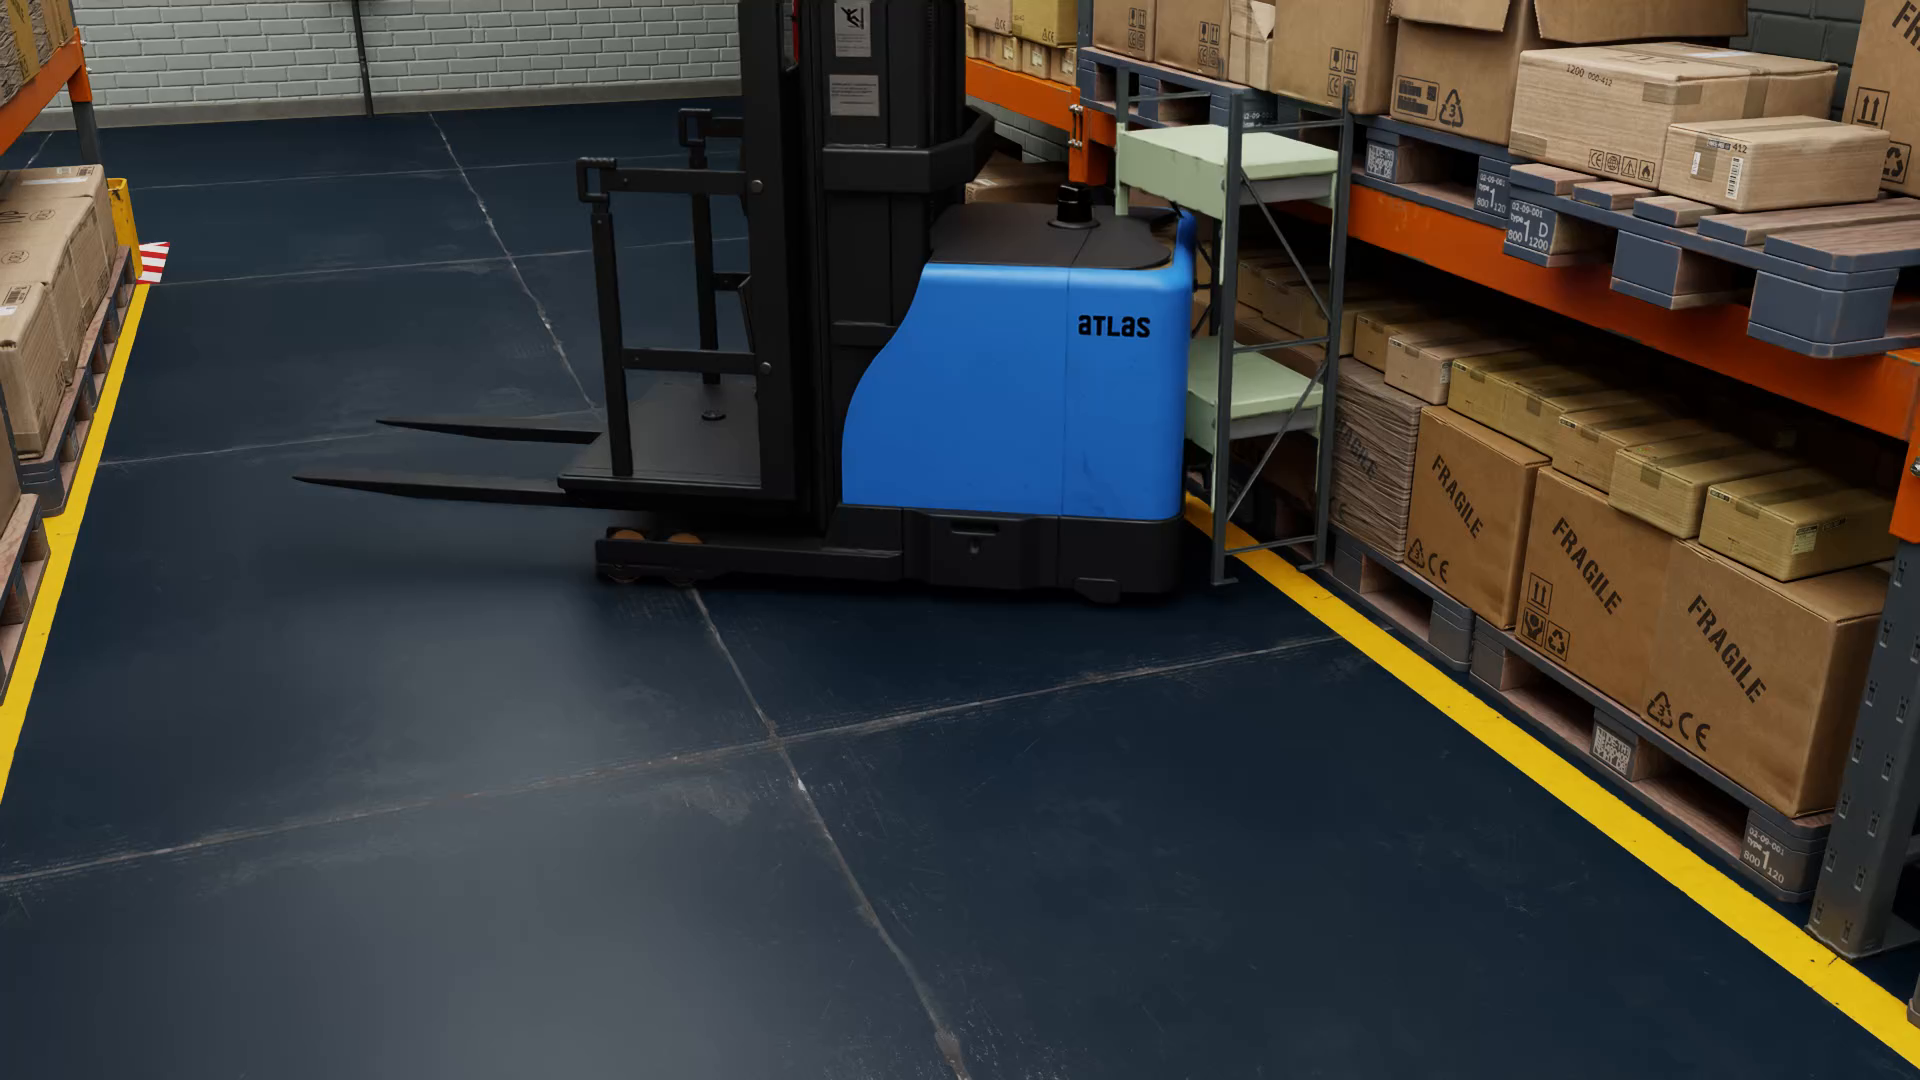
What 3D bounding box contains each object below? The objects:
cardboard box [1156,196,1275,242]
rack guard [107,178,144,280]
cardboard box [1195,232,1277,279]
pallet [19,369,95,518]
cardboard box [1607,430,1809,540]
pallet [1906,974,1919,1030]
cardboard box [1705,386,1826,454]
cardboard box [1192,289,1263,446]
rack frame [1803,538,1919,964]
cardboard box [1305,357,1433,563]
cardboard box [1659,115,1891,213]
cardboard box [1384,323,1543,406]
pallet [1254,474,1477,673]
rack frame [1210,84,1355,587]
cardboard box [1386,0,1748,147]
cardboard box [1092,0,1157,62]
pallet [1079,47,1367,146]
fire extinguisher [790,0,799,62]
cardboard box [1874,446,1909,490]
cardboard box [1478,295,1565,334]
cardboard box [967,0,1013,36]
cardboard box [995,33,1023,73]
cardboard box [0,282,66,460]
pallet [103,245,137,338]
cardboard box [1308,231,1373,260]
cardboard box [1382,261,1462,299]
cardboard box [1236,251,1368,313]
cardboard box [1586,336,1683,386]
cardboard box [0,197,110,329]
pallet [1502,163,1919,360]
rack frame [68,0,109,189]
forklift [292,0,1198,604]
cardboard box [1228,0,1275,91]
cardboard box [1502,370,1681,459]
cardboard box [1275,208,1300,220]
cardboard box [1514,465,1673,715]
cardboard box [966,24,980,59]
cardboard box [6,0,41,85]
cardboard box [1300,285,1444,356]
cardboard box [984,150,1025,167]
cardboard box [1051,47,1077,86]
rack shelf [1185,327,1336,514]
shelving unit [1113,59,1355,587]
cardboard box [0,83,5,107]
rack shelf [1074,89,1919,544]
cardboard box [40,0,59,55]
[{"bbox_3d":[0.963,-1.236,6.280,0.380,0.149,0.250,-10,25,-22],"label":"cardboard box"},{"bbox_3d":[-5.116,-1.641,8.999,1.175,0.500,0.348,-8,24,-19],"label":"rack guard"},{"bbox_3d":[0.996,-1.097,6.332,0.380,0.149,0.250,-9,24,-20],"label":"cardboard box"},{"bbox_3d":[-3.889,-0.333,6.267,1.003,0.211,1.213,-8,24,-19],"label":"pallet"},{"bbox_3d":[1.825,-0.140,4.062,0.380,0.149,0.250,-10,25,-22],"label":"cardboard box"},{"bbox_3d":[2.616,1.030,3.034,1.003,0.211,1.213,-8,24,-19],"label":"pallet"},{"bbox_3d":[2.237,-0.312,4.470,0.380,0.149,0.250,-8,24,-18],"label":"cardboard box"},{"bbox_3d":[1.106,-0.656,6.121,0.500,0.500,0.500,-9,24,-20],"label":"cardboard box"},{"bbox_3d":[2.361,-0.559,3.215,1.000,3.000,0.127,-8,24,-19],"label":"rack frame"},{"bbox_3d":[1.456,-0.284,5.241,0.500,0.500,0.500,-9,25,-21],"label":"cardboard box"},{"bbox_3d":[1.770,-0.823,3.624,0.380,0.149,0.250,-8,24,-18],"label":"cardboard box"},{"bbox_3d":[1.508,-0.530,4.989,0.380,0.149,0.250,-10,25,-22],"label":"cardboard box"},{"bbox_3d":[1.706,0.007,5.463,1.003,0.211,1.213,-8,24,-19],"label":"pallet"},{"bbox_3d":[0.960,-0.581,4.981,0.400,1.500,0.023,-9,24,-18],"label":"rack frame"},{"bbox_3d":[1.612,-1.368,4.461,0.797,0.503,0.637,-9,24,-20],"label":"cardboard box"},{"bbox_3d":[0.910,-2.046,6.073,0.700,0.500,0.500,-8,24,-18],"label":"cardboard box"},{"bbox_3d":[1.129,-1.619,5.976,1.003,0.211,1.213,-8,24,-19],"label":"pallet"},{"bbox_3d":[-0.949,-3.249,10.176,0.296,0.674,0.183,-8,24,-19],"label":"fire extinguisher"},{"bbox_3d":[2.469,-0.132,4.044,0.380,0.149,0.250,-7,24,-16],"label":"cardboard box"},{"bbox_3d":[1.906,-0.699,5.388,0.380,0.149,0.250,-9,25,-21],"label":"cardboard box"},{"bbox_3d":[0.349,-2.412,7.422,0.500,0.250,0.500,-8,24,-19],"label":"cardboard box"},{"bbox_3d":[0.373,-2.161,7.339,0.380,0.149,0.250,-8,24,-18],"label":"cardboard box"},{"bbox_3d":[-3.815,-0.586,6.037,0.875,0.438,0.875,-9,24,-20],"label":"cardboard box"},{"bbox_3d":[-4.751,-1.219,8.371,1.003,0.211,1.213,-8,24,-19],"label":"pallet"},{"bbox_3d":[1.540,-1.077,6.286,0.380,0.149,0.250,-8,24,-18],"label":"cardboard box"},{"bbox_3d":[1.702,-0.880,5.819,0.380,0.149,0.250,-8,24,-18],"label":"cardboard box"},{"bbox_3d":[1.207,-0.907,5.883,0.380,0.149,0.250,-9,24,-20],"label":"cardboard box"},{"bbox_3d":[2.090,-0.512,4.944,0.380,0.149,0.250,-9,24,-20],"label":"cardboard box"},{"bbox_3d":[-4.449,-1.239,7.586,0.875,0.438,0.875,-8,24,-18],"label":"cardboard box"},{"bbox_3d":[2.056,-0.708,3.814,1.213,0.211,1.003,-8,24,-19],"label":"pallet"},{"bbox_3d":[-5.107,-2.784,8.493,1.000,3.000,0.127,-8,24,-19],"label":"rack frame"},{"bbox_3d":[-0.740,-1.401,5.299,3.031,2.935,1.130,3,23,8],"label":"forklift"},{"bbox_3d":[1.080,-1.587,5.286,0.396,0.266,0.258,-7,24,-16],"label":"cardboard box"},{"bbox_3d":[1.722,-0.344,4.545,0.380,0.149,0.250,-8,24,-17],"label":"cardboard box"},{"bbox_3d":[1.348,-1.259,6.718,0.380,0.149,0.250,-9,25,-21],"label":"cardboard box"},{"bbox_3d":[1.844,0.091,4.349,0.500,0.500,0.500,-9,24,-20],"label":"cardboard box"},{"bbox_3d":[0.189,-2.349,7.785,0.380,0.149,0.250,-9,24,-20],"label":"cardboard box"},{"bbox_3d":[-4.140,-2.135,6.825,0.500,0.500,0.500,-8,24,-17],"label":"cardboard box"},{"bbox_3d":[1.346,-0.721,5.440,0.380,0.149,0.250,-7,24,-17],"label":"cardboard box"},{"bbox_3d":[0.021,-1.751,8.720,0.500,0.500,0.500,-8,24,-18],"label":"cardboard box"},{"bbox_3d":[0.599,-1.978,6.905,0.380,0.149,0.250,-8,24,-18],"label":"cardboard box"},{"bbox_3d":[0.839,-0.408,5.424,0.431,0.370,0.720,-9,24,-18],"label":"rack shelf"},{"bbox_3d":[0.832,-0.709,5.299,0.431,1.500,0.755,-9,24,-18],"label":"shelving unit"},{"bbox_3d":[-3.789,-1.766,5.950,0.500,0.500,0.500,-8,24,-19],"label":"cardboard box"},{"bbox_3d":[1.655,-0.955,5.079,1.077,0.370,4.000,-8,24,-19],"label":"rack shelf"},{"bbox_3d":[-4.526,-2.507,7.706,0.500,0.500,0.500,-9,24,-20],"label":"cardboard box"}]
